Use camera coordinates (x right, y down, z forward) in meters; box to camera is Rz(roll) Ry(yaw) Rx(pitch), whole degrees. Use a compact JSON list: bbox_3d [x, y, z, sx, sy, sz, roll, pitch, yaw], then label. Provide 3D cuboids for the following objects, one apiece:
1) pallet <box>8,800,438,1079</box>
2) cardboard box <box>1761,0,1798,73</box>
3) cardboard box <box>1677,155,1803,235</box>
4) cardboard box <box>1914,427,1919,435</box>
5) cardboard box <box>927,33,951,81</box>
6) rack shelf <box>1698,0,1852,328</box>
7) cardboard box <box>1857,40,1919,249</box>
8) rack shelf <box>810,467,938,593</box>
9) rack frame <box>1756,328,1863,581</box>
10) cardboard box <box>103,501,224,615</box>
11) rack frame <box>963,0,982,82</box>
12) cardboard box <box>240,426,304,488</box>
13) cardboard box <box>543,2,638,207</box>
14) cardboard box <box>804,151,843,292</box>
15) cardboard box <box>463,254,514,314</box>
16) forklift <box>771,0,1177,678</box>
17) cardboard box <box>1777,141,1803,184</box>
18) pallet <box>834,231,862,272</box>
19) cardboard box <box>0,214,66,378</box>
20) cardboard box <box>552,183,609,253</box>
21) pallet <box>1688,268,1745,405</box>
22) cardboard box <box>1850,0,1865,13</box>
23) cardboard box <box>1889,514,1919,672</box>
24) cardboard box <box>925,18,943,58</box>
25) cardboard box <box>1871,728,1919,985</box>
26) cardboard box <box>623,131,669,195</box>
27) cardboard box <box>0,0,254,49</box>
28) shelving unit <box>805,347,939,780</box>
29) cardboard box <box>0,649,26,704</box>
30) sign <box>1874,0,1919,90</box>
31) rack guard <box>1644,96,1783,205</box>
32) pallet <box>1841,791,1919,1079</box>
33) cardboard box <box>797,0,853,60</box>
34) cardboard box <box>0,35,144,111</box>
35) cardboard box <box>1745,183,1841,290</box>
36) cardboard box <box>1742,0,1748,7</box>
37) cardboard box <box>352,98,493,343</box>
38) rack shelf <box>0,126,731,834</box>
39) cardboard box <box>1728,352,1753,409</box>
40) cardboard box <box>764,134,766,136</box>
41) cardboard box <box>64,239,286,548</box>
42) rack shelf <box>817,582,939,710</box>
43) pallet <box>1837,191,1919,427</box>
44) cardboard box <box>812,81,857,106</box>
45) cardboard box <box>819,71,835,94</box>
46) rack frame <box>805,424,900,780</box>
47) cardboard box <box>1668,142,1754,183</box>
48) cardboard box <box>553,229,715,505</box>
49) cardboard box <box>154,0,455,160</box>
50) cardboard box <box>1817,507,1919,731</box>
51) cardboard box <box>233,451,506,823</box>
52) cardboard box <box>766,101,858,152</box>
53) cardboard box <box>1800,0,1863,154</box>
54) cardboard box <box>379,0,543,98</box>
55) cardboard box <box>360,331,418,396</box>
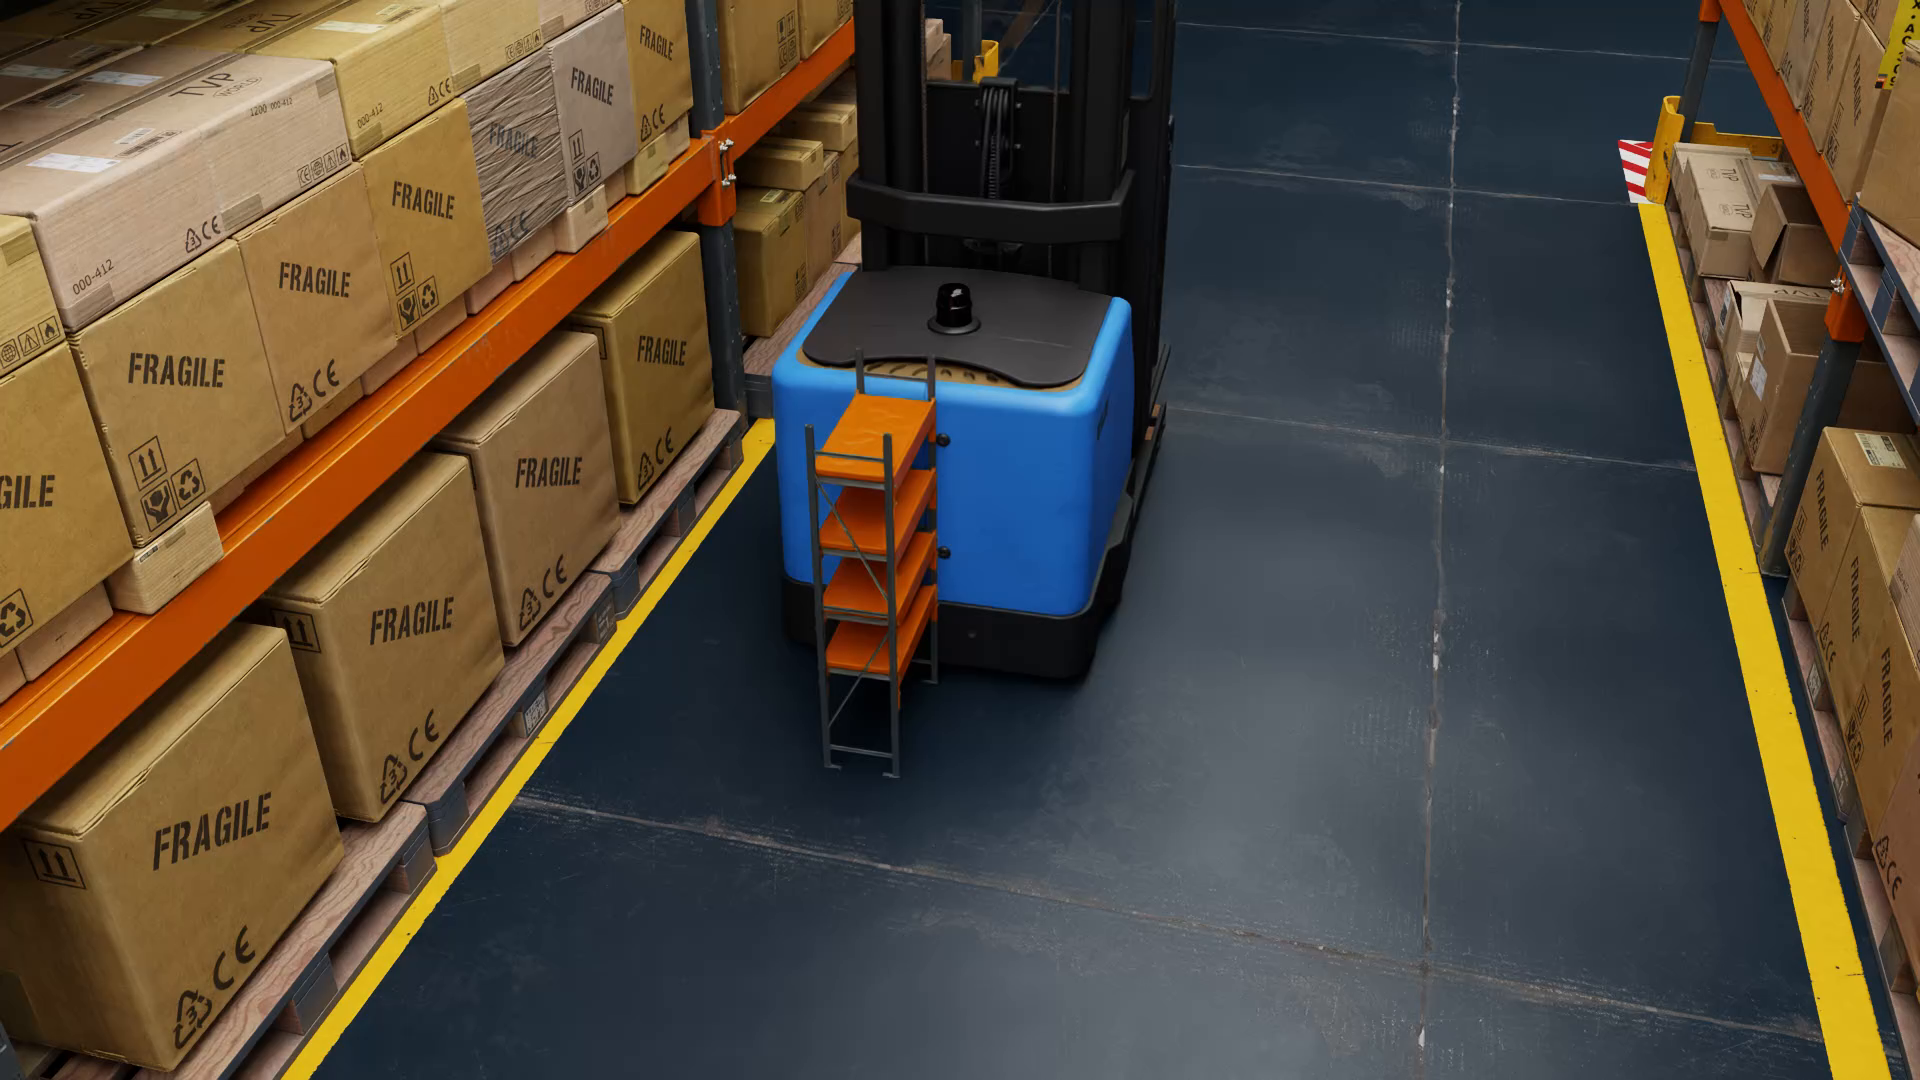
[{"bbox_3d":[-2.126,1.085,4.346,1.003,0.211,1.213,8,33,12],"label":"pallet"},{"bbox_3d":[3.671,-2.232,6.872,0.500,0.500,0.500,8,33,13],"label":"cardboard box"},{"bbox_3d":[3.884,-1.694,8.272,0.500,0.250,0.500,8,33,12],"label":"cardboard box"},{"bbox_3d":[3.724,-0.335,6.078,0.500,0.311,0.500,8,33,12],"label":"cardboard box"},{"bbox_3d":[-0.450,-2.590,9.466,0.700,0.500,0.500,8,33,12],"label":"cardboard box"},{"bbox_3d":[3.916,-1.830,7.004,1.077,0.370,4.000,8,33,12],"label":"rack shelf"},{"bbox_3d":[3.072,-1.100,4.700,0.700,0.500,0.500,-3,33,-4],"label":"cardboard box"},{"bbox_3d":[-0.246,-0.050,4.919,0.258,0.148,0.480,7,33,11],"label":"rack shelf"},{"bbox_3d":[3.408,-1.096,5.178,1.000,3.000,0.127,8,33,12],"label":"rack frame"},{"bbox_3d":[-1.870,0.009,3.655,0.380,0.149,0.250,9,34,14],"label":"cardboard box"},{"bbox_3d":[-0.369,-3.844,9.501,1.000,3.000,0.127,8,33,12],"label":"rack frame"},{"bbox_3d":[-1.868,-0.274,4.100,0.380,0.149,0.250,9,33,13],"label":"cardboard box"},{"bbox_3d":[-1.378,-1.405,5.275,0.500,0.500,0.500,8,33,13],"label":"cardboard box"},{"bbox_3d":[-0.965,-1.525,7.792,0.700,0.500,0.500,8,33,12],"label":"cardboard box"},{"bbox_3d":[-1.561,-0.804,4.934,0.380,0.149,0.250,7,33,11],"label":"cardboard box"},{"bbox_3d":[0.235,-1.569,5.986,1.130,2.935,3.031,7,33,11],"label":"forklift"},{"bbox_3d":[4.524,-1.987,8.499,0.500,0.500,0.500,8,33,12],"label":"cardboard box"},{"bbox_3d":[-0.808,-1.611,8.587,1.003,0.211,1.213,8,33,12],"label":"pallet"},{"bbox_3d":[-2.027,-0.401,2.997,0.500,0.250,0.500,9,33,14],"label":"cardboard box"},{"bbox_3d":[-1.357,-1.049,5.320,0.380,0.149,0.250,8,33,12],"label":"cardboard box"},{"bbox_3d":[3.891,-0.911,7.486,1.003,0.211,1.213,8,33,12],"label":"pallet"},{"bbox_3d":[3.413,-2.124,5.770,0.500,0.500,0.500,7,33,11],"label":"cardboard box"},{"bbox_3d":[2.796,0.193,4.371,0.500,0.250,0.500,8,33,12],"label":"cardboard box"},{"bbox_3d":[-0.306,-2.772,9.148,0.380,0.149,0.250,8,33,12],"label":"cardboard box"},{"bbox_3d":[2.662,0.790,4.131,0.500,0.500,0.500,7,33,11],"label":"cardboard box"},{"bbox_3d":[-1.237,-1.323,5.750,0.380,0.149,0.250,9,33,13],"label":"cardboard box"},{"bbox_3d":[-2.138,-1.255,4.339,0.500,0.250,0.500,7,33,11],"label":"cardboard box"},{"bbox_3d":[-0.246,0.082,5.003,0.258,1.200,0.503,7,33,11],"label":"shelving unit"},{"bbox_3d":[-2.092,0.265,3.252,0.380,0.149,0.250,8,33,12],"label":"cardboard box"},{"bbox_3d":[2.881,-1.531,5.056,0.100,0.325,0.005,8,33,12],"label":"sign"},{"bbox_3d":[4.404,-2.077,9.052,1.175,0.500,0.348,8,33,12],"label":"rack guard"},{"bbox_3d":[2.931,1.143,4.255,1.003,0.211,1.213,8,33,12],"label":"pallet"},{"bbox_3d":[-1.040,-2.552,7.190,0.980,0.700,0.700,7,33,11],"label":"cardboard box"},{"bbox_3d":[-2.267,-0.990,3.924,0.500,0.250,0.500,7,33,11],"label":"cardboard box"},{"bbox_3d":[3.880,-1.204,7.265,0.797,0.503,0.637,8,33,12],"label":"cardboard box"},{"bbox_3d":[3.930,-2.751,7.688,0.500,0.500,0.500,8,33,12],"label":"cardboard box"},{"bbox_3d":[-1.635,-0.885,4.458,0.500,0.500,0.500,9,34,14],"label":"cardboard box"},{"bbox_3d":[-1.892,-0.427,4.796,1.077,0.370,4.000,8,33,12],"label":"rack shelf"},{"bbox_3d":[3.315,-0.616,6.670,0.380,0.149,0.250,8,33,12],"label":"cardboard box"},{"bbox_3d":[-1.126,-1.901,7.778,0.380,0.149,0.250,7,33,11],"label":"cardboard box"},{"bbox_3d":[-1.887,-0.357,3.626,0.500,0.500,0.500,9,34,14],"label":"cardboard box"},{"bbox_3d":[-0.246,0.306,5.145,0.258,0.148,0.480,7,33,11],"label":"rack shelf"},{"bbox_3d":[3.100,-0.615,4.601,1.003,0.211,1.213,8,33,12],"label":"pallet"},{"bbox_3d":[-0.704,-2.069,8.647,0.700,0.500,0.500,7,33,11],"label":"cardboard box"},{"bbox_3d":[-0.867,-2.431,8.611,0.380,0.149,0.250,8,33,13],"label":"cardboard box"},{"bbox_3d":[-0.301,0.209,4.802,0.240,1.200,0.015,7,33,11],"label":"rack frame"},{"bbox_3d":[3.985,-1.984,8.822,0.380,0.149,0.250,8,33,12],"label":"cardboard box"},{"bbox_3d":[-1.424,-0.684,6.142,0.750,0.750,0.750,8,33,13],"label":"cardboard box"},{"bbox_3d":[-1.653,-1.191,4.239,0.500,0.250,0.500,7,33,11],"label":"cardboard box"},{"bbox_3d":[2.925,0.269,4.950,0.500,0.500,0.500,8,33,13],"label":"cardboard box"},{"bbox_3d":[-1.857,0.220,4.721,0.750,0.750,0.750,8,33,12],"label":"cardboard box"},{"bbox_3d":[-0.700,-1.963,7.875,0.380,0.149,0.250,7,33,11],"label":"cardboard box"},{"bbox_3d":[3.416,-1.700,6.035,0.500,0.500,0.500,9,34,14],"label":"cardboard box"},{"bbox_3d":[-1.524,-1.455,4.655,0.500,0.250,0.500,9,33,13],"label":"cardboard box"},{"bbox_3d":[-1.713,-0.532,4.507,0.380,0.149,0.250,8,33,13],"label":"cardboard box"}]
